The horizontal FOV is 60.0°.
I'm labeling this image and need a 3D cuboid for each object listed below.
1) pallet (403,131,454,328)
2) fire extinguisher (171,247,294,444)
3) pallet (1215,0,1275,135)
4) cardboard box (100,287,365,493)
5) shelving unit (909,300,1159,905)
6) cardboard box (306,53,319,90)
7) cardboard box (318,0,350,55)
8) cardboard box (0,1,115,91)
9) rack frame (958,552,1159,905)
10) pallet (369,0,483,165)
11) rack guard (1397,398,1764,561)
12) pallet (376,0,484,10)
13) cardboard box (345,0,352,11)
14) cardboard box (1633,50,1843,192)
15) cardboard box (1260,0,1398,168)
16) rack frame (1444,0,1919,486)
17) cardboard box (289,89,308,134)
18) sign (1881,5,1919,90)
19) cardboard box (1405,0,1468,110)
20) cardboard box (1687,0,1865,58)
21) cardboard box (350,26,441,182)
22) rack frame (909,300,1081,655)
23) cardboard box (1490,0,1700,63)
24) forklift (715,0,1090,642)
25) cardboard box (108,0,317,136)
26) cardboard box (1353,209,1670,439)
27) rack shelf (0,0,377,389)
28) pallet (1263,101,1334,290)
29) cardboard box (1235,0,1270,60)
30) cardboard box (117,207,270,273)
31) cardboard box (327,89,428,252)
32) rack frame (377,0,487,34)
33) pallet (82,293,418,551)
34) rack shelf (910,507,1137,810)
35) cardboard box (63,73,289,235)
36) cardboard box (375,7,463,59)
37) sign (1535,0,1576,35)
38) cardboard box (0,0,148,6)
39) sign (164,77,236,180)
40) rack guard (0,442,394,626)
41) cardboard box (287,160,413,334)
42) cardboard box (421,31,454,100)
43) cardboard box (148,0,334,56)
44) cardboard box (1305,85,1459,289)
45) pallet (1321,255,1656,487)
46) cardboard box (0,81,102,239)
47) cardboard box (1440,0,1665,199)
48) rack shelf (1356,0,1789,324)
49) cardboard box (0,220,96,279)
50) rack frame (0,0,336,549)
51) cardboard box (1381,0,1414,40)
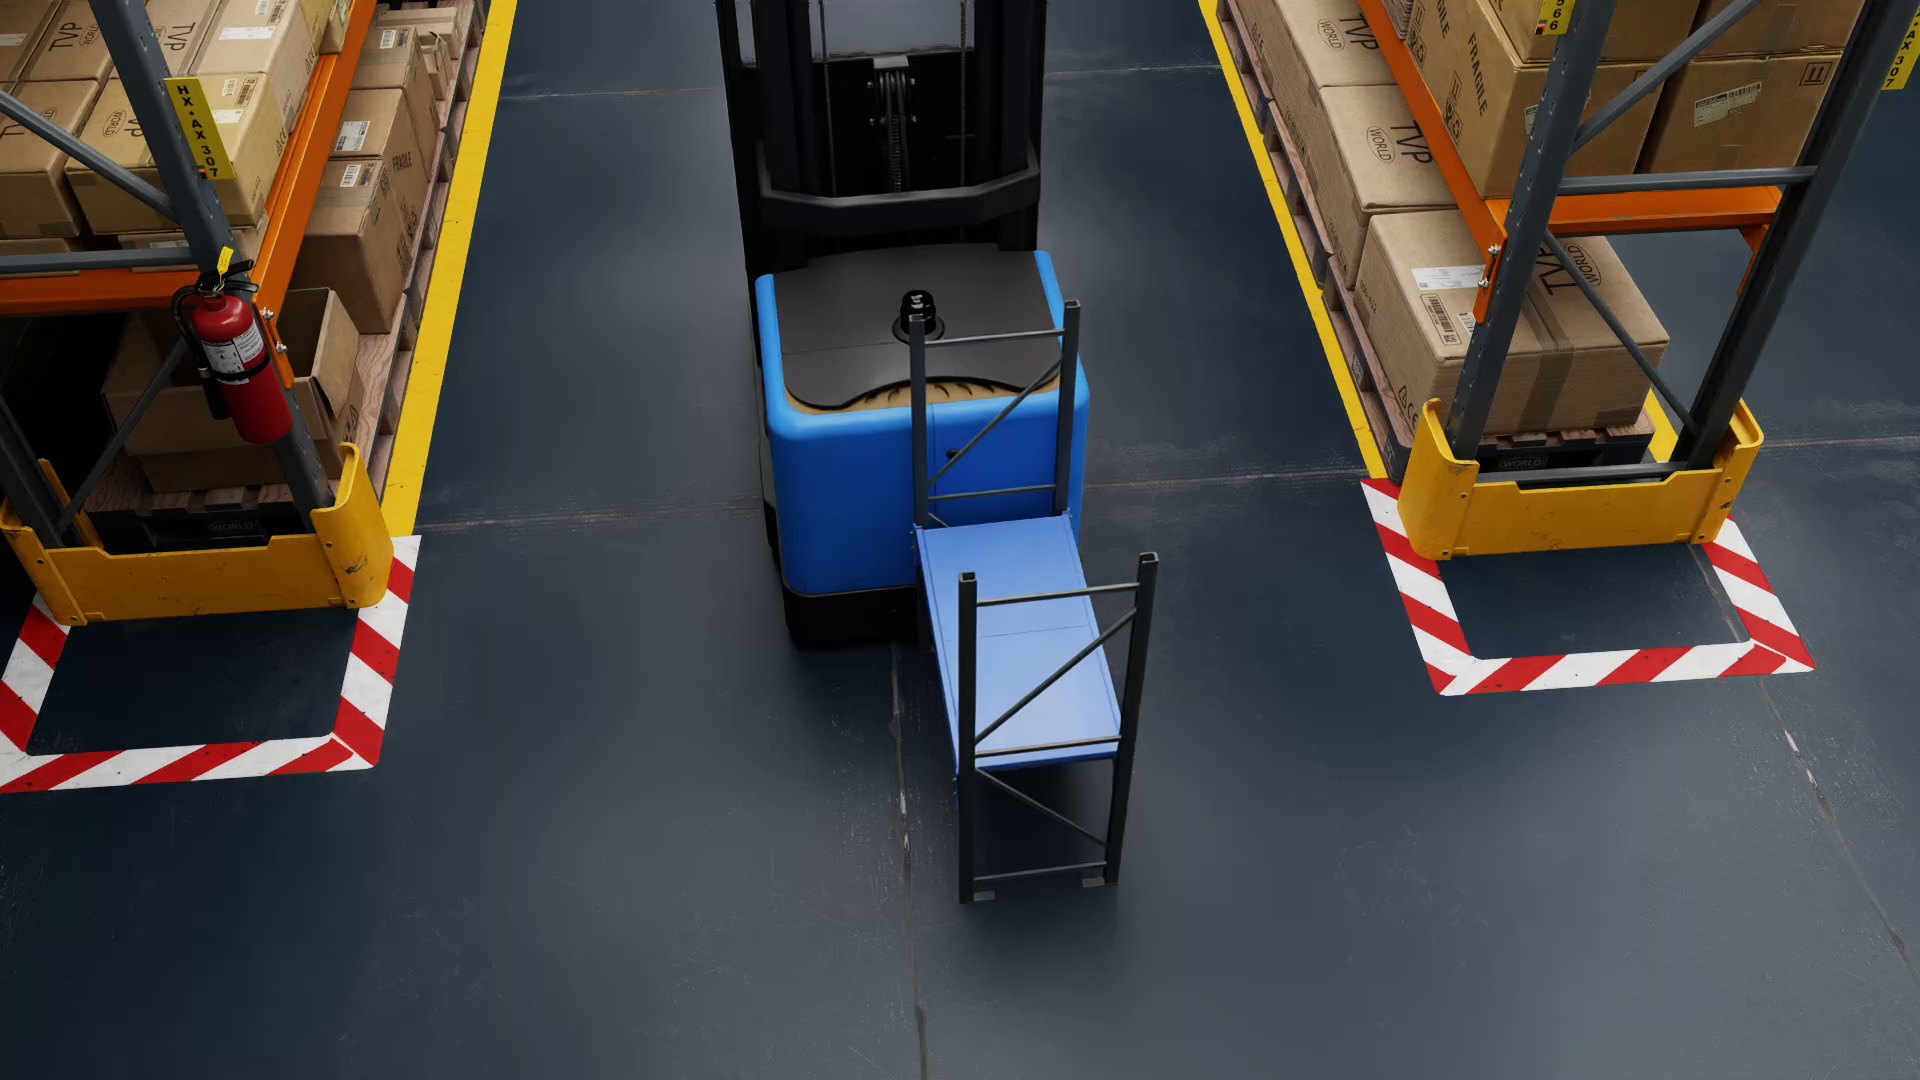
[{"bbox_3d":[-2.855,-1.377,7.409,1.003,0.211,1.213,-3,47,-3],"label":"pallet"},{"bbox_3d":[-2.209,-0.591,5.054,0.296,0.674,0.183,-3,47,-3],"label":"fire extinguisher"},{"bbox_3d":[1.915,-2.509,8.480,1.003,0.211,1.213,-3,47,-3],"label":"pallet"},{"bbox_3d":[-2.639,-0.558,6.143,0.797,0.503,0.637,-5,47,-5],"label":"cardboard box"},{"bbox_3d":[0.173,0.217,5.012,0.538,1.500,1.048,-6,47,-6],"label":"shelving unit"},{"bbox_3d":[-2.548,-1.740,6.005,0.380,0.149,0.250,-3,47,-3],"label":"cardboard box"},{"bbox_3d":[-2.495,-1.927,6.182,0.380,0.149,0.250,-5,47,-4],"label":"cardboard box"},{"bbox_3d":[-3.027,-1.564,5.564,0.500,0.250,0.500,-3,47,-3],"label":"cardboard box"},{"bbox_3d":[0.246,0.582,4.666,0.500,1.500,0.032,-6,47,-6],"label":"rack frame"},{"bbox_3d":[-2.960,-2.262,8.247,1.003,0.211,1.213,-3,47,-3],"label":"pallet"},{"bbox_3d":[2.266,-0.251,6.144,1.175,0.500,0.348,-3,47,-3],"label":"rack guard"},{"bbox_3d":[-3.123,-3.345,9.273,1.003,0.211,1.213,-3,47,-3],"label":"pallet"},{"bbox_3d":[-2.537,-2.116,6.361,0.380,0.149,0.250,-3,47,-2],"label":"cardboard box"},{"bbox_3d":[2.510,-1.527,5.562,0.500,0.500,0.500,-4,47,-4],"label":"cardboard box"},{"bbox_3d":[1.950,-2.177,7.721,0.875,0.438,0.875,-5,47,-4],"label":"cardboard box"},{"bbox_3d":[2.264,-1.128,5.253,1.000,3.000,0.127,-3,47,-3],"label":"rack frame"},{"bbox_3d":[-2.520,-1.548,5.823,0.380,0.149,0.250,-2,47,-2],"label":"cardboard box"},{"bbox_3d":[2.817,-1.483,4.937,0.100,0.325,0.005,-3,47,-3],"label":"sign"},{"bbox_3d":[1.933,-1.860,5.876,0.500,0.500,0.500,-4,47,-4],"label":"cardboard box"},{"bbox_3d":[2.507,-1.871,5.199,0.500,0.500,0.500,-4,47,-4],"label":"cardboard box"},{"bbox_3d":[-2.759,-1.929,7.443,0.700,0.500,0.500,-5,47,-5],"label":"cardboard box"},{"bbox_3d":[0.101,-0.148,5.358,0.500,1.500,0.032,-6,47,-6],"label":"rack frame"},{"bbox_3d":[1.986,-1.841,5.170,0.500,0.500,0.500,-2,47,-2],"label":"cardboard box"},{"bbox_3d":[-0.293,-1.733,5.873,1.130,2.935,3.031,-6,47,-6],"label":"forklift"},{"bbox_3d":[-2.494,-1.584,5.583,0.500,0.250,0.500,-3,47,-3],"label":"cardboard box"},{"bbox_3d":[2.109,-0.863,6.477,0.875,0.438,0.875,-5,47,-5],"label":"cardboard box"},{"bbox_3d":[-2.850,-2.024,6.596,1.077,0.370,4.000,-3,47,-3],"label":"rack shelf"},{"bbox_3d":[2.020,-1.624,7.643,1.003,0.211,1.213,-3,47,-3],"label":"pallet"},{"bbox_3d":[1.875,-2.825,8.335,0.875,0.438,0.875,-4,47,-4],"label":"cardboard box"},{"bbox_3d":[-2.436,-0.992,5.297,0.380,0.149,0.250,-4,47,-4],"label":"cardboard box"},{"bbox_3d":[-2.616,-1.566,7.100,0.500,0.500,0.500,-3,47,-3],"label":"cardboard box"},{"bbox_3d":[-3.017,-3.718,7.705,1.000,3.000,0.127,-3,47,-3],"label":"rack frame"},{"bbox_3d":[-2.756,-0.497,6.575,1.003,0.211,1.213,-3,47,-3],"label":"pallet"},{"bbox_3d":[0.173,0.341,5.142,0.538,0.185,1.000,-6,47,-6],"label":"rack shelf"},{"bbox_3d":[-2.452,-1.219,5.237,0.500,0.250,0.500,-3,47,-3],"label":"cardboard box"},{"bbox_3d":[-2.678,-2.497,8.223,0.380,0.149,0.250,-5,47,-4],"label":"cardboard box"},{"bbox_3d":[1.722,-1.585,4.725,0.100,0.325,0.005,-3,47,-3],"label":"sign"},{"bbox_3d":[-3.064,-1.923,5.904,0.500,0.250,0.500,-2,47,-2],"label":"cardboard box"},{"bbox_3d":[-2.141,-1.155,4.681,0.100,0.325,0.005,-3,47,-3],"label":"sign"},{"bbox_3d":[-2.688,-0.019,5.924,1.175,0.500,0.348,-3,47,-3],"label":"rack guard"},{"bbox_3d":[-2.672,-1.178,6.732,0.700,0.500,0.500,-2,47,-2],"label":"cardboard box"},{"bbox_3d":[-2.648,-2.279,7.936,0.396,0.266,0.258,-2,47,-2],"label":"cardboard box"},{"bbox_3d":[-2.540,-1.951,5.930,0.500,0.250,0.500,-4,47,-4],"label":"cardboard box"},{"bbox_3d":[2.024,-1.525,7.104,0.875,0.438,0.875,-2,47,-2],"label":"cardboard box"},{"bbox_3d":[2.119,-0.743,6.808,1.003,0.211,1.213,-3,47,-3],"label":"pallet"},{"bbox_3d":[-2.985,-1.191,5.211,0.500,0.250,0.500,-2,47,-2],"label":"cardboard box"},{"bbox_3d":[1.960,-1.496,5.532,0.500,0.500,0.500,-3,47,-3],"label":"cardboard box"},{"bbox_3d":[2.096,-2.328,6.884,1.077,0.370,4.000,-3,47,-3],"label":"rack shelf"},{"bbox_3d":[-2.977,-0.961,5.267,0.380,0.149,0.250,-4,47,-4],"label":"cardboard box"},{"bbox_3d":[-2.682,-0.824,4.964,1.000,3.000,0.127,-3,47,-3],"label":"rack frame"},{"bbox_3d":[1.880,-2.231,6.228,0.500,0.500,0.500,-2,47,-2],"label":"cardboard box"}]
